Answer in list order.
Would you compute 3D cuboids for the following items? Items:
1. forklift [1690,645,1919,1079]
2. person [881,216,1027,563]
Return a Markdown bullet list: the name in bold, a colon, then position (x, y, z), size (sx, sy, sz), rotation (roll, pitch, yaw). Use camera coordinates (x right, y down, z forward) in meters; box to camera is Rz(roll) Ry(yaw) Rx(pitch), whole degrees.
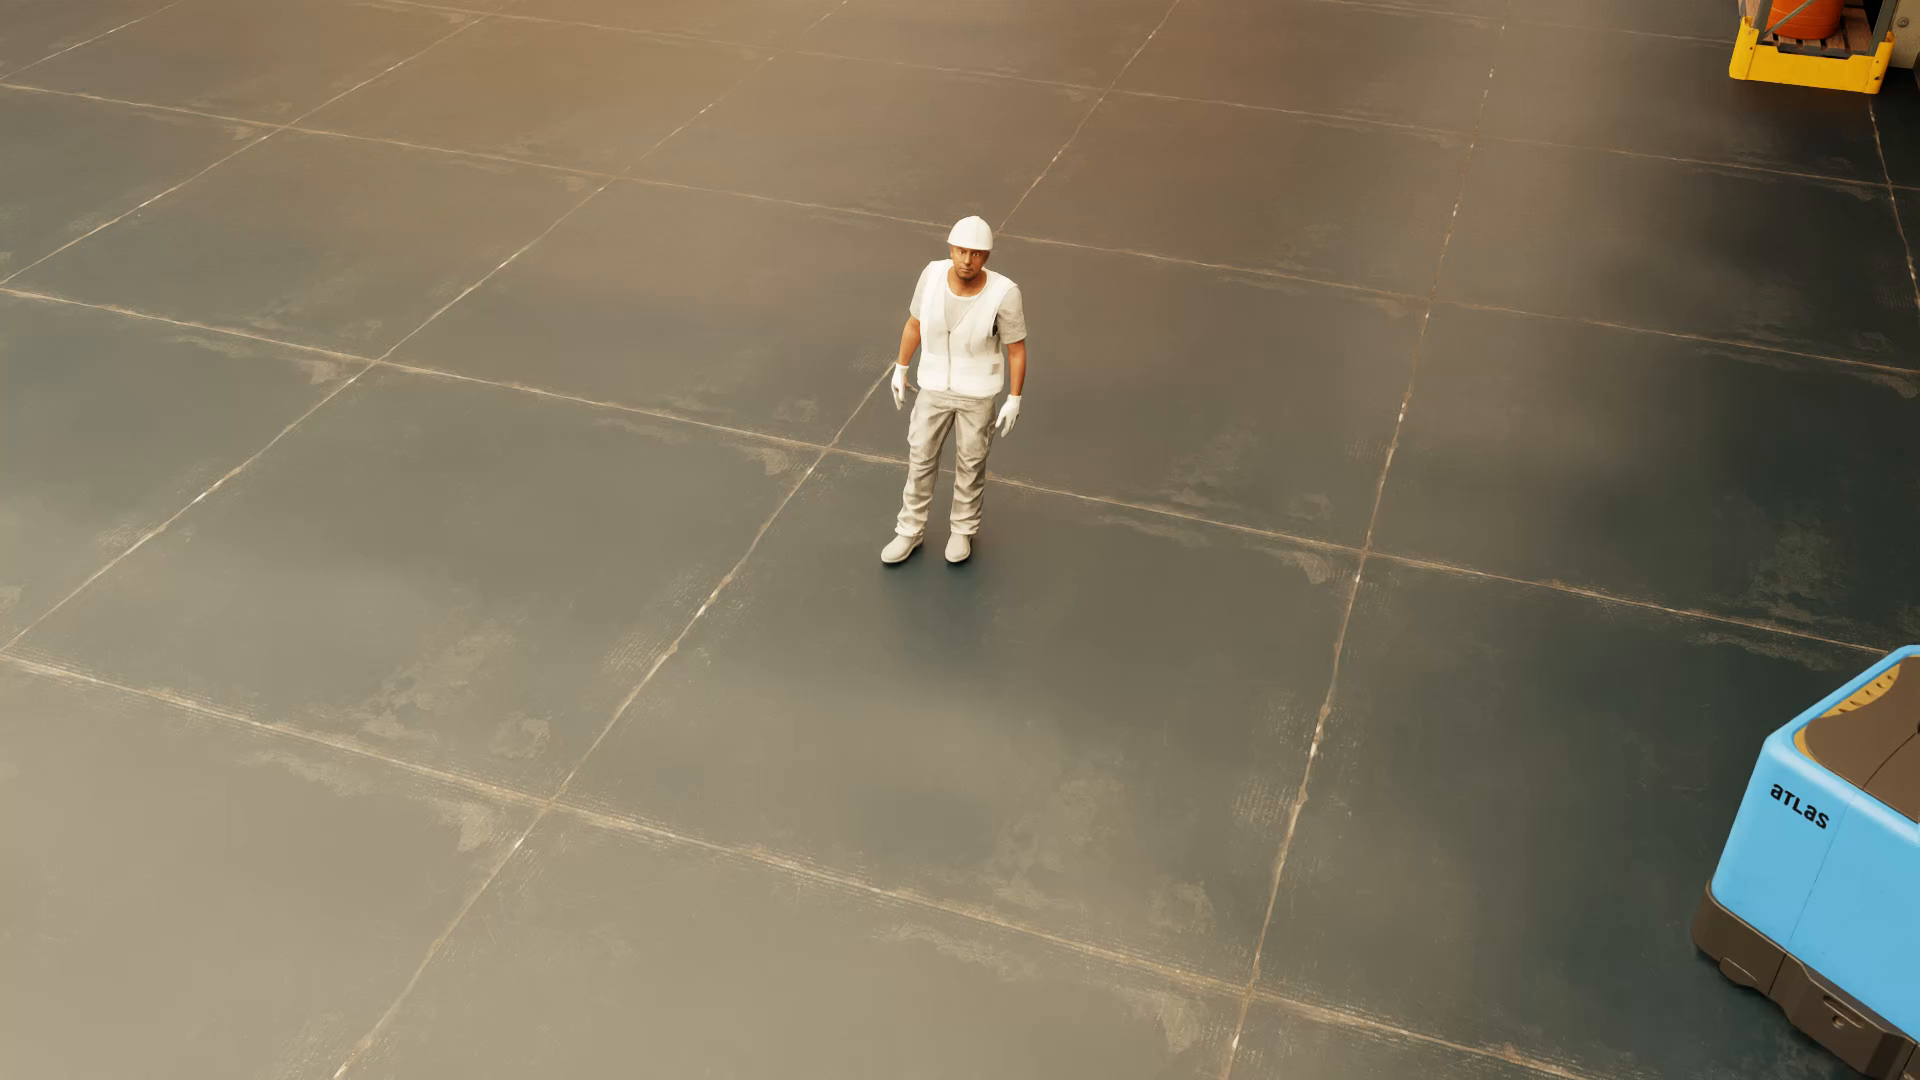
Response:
- **forklift**: position (4.069, 0.908, 4.830), size (1.130, 2.935, 3.031), rotation (-22, 41, -28)
- **person**: position (-0.033, -0.696, 8.072), size (0.656, 1.782, 0.577), rotation (12, 37, 16)
